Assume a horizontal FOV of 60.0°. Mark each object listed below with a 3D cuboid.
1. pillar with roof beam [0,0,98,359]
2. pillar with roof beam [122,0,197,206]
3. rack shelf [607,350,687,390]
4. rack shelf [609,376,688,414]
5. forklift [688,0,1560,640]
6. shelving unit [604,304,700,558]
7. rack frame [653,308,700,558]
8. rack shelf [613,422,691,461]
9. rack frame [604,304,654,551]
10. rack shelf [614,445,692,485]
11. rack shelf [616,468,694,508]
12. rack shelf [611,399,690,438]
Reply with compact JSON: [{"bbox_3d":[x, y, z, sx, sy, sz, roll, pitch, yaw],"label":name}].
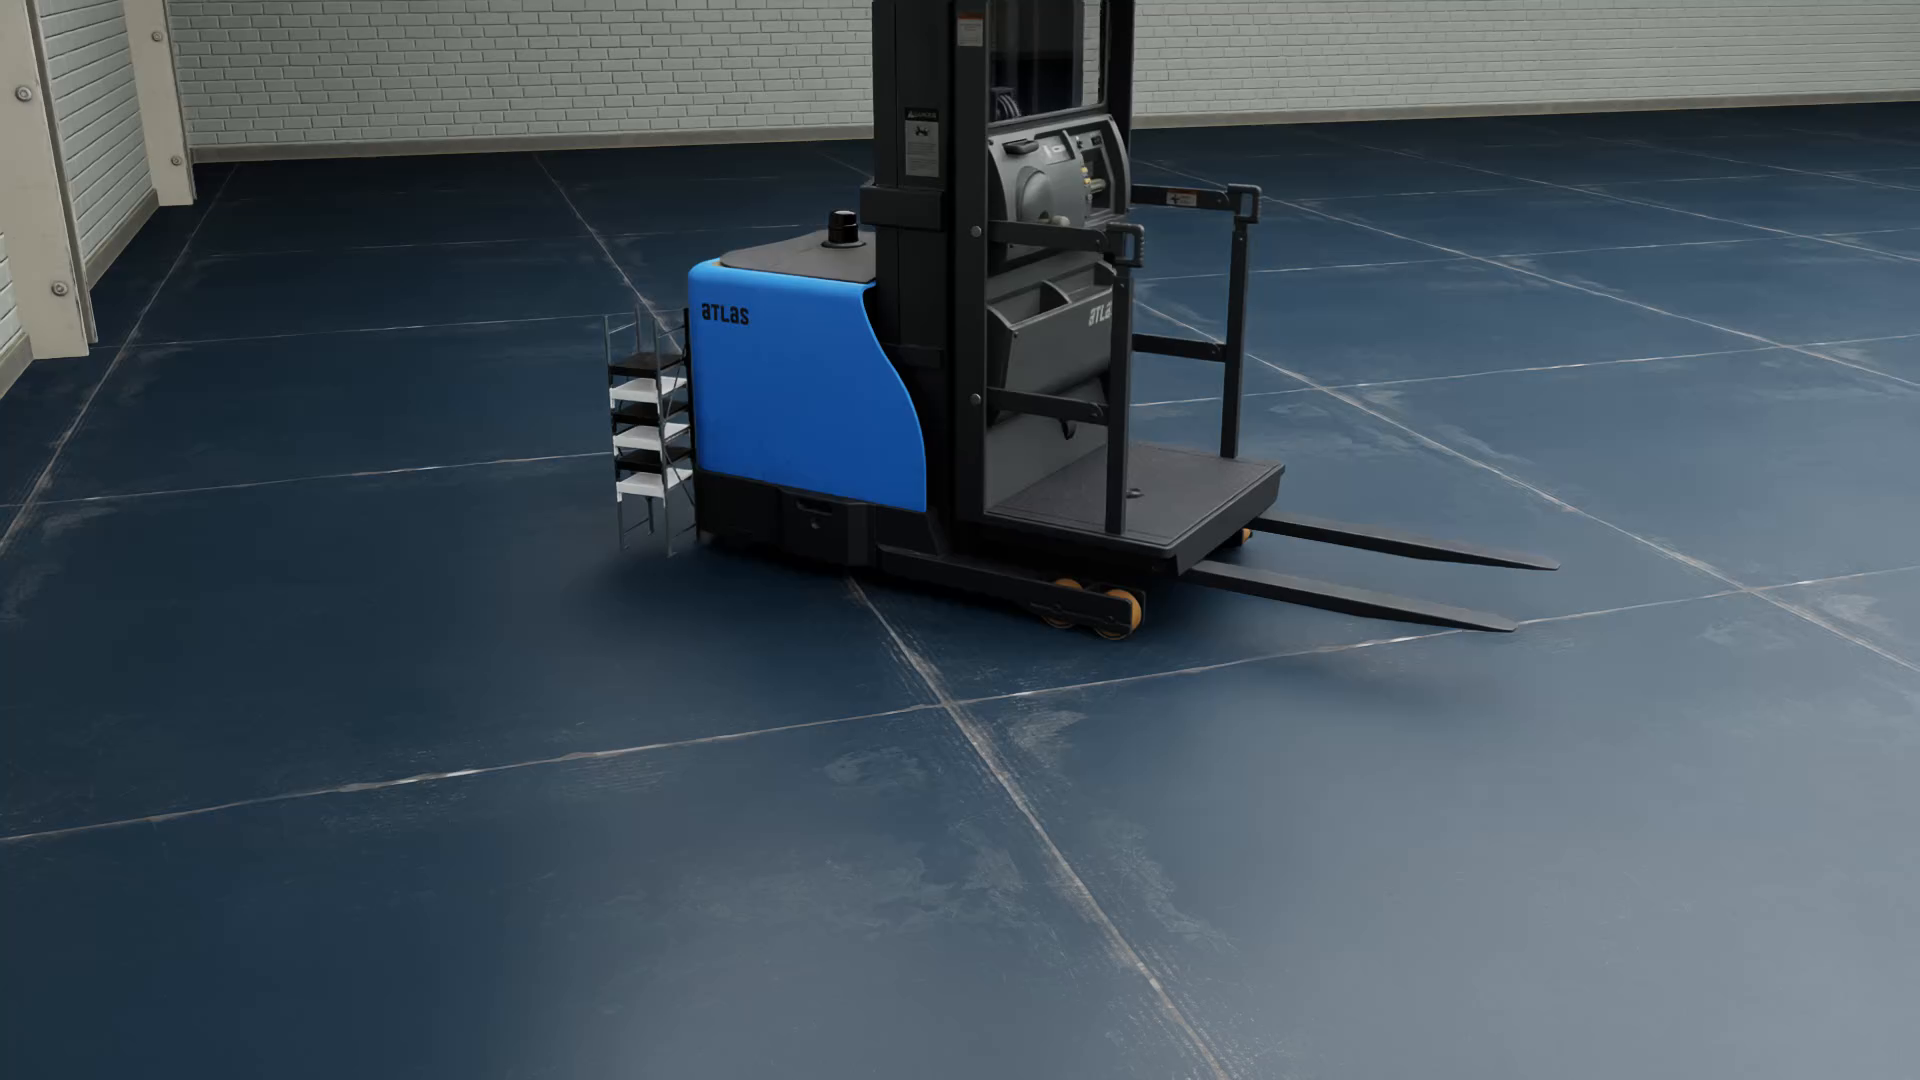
[{"bbox_3d":[-0.989,-5.768,9.162,9.100,9.000,0.400,-6,21,-17],"label":"pillar with roof beam"},{"bbox_3d":[-2.875,-7.693,14.523,9.100,9.000,0.400,-6,21,-17],"label":"pillar with roof beam"},{"bbox_3d":[-1.146,-0.630,6.139,0.200,0.077,0.258,7,21,19],"label":"rack shelf"},{"bbox_3d":[-1.146,-0.545,6.170,0.200,0.077,0.258,7,21,19],"label":"rack shelf"},{"bbox_3d":[0.526,-1.253,5.569,3.031,2.935,1.130,11,23,28],"label":"forklift"},{"bbox_3d":[-1.146,-0.407,6.219,0.210,0.900,0.258,7,21,19],"label":"shelving unit"},{"bbox_3d":[-1.050,-0.396,6.186,0.006,0.900,0.240,7,21,19],"label":"rack frame"},{"bbox_3d":[-1.146,-0.376,6.231,0.200,0.077,0.258,7,21,19],"label":"rack shelf"},{"bbox_3d":[-1.241,-0.419,6.252,0.006,0.900,0.240,7,21,19],"label":"rack frame"},{"bbox_3d":[-1.146,-0.291,6.261,0.200,0.077,0.258,7,21,19],"label":"rack shelf"},{"bbox_3d":[-1.146,-0.207,6.292,0.200,0.077,0.258,7,21,19],"label":"rack shelf"},{"bbox_3d":[-1.146,-0.461,6.200,0.200,0.077,0.258,7,21,19],"label":"rack shelf"}]
